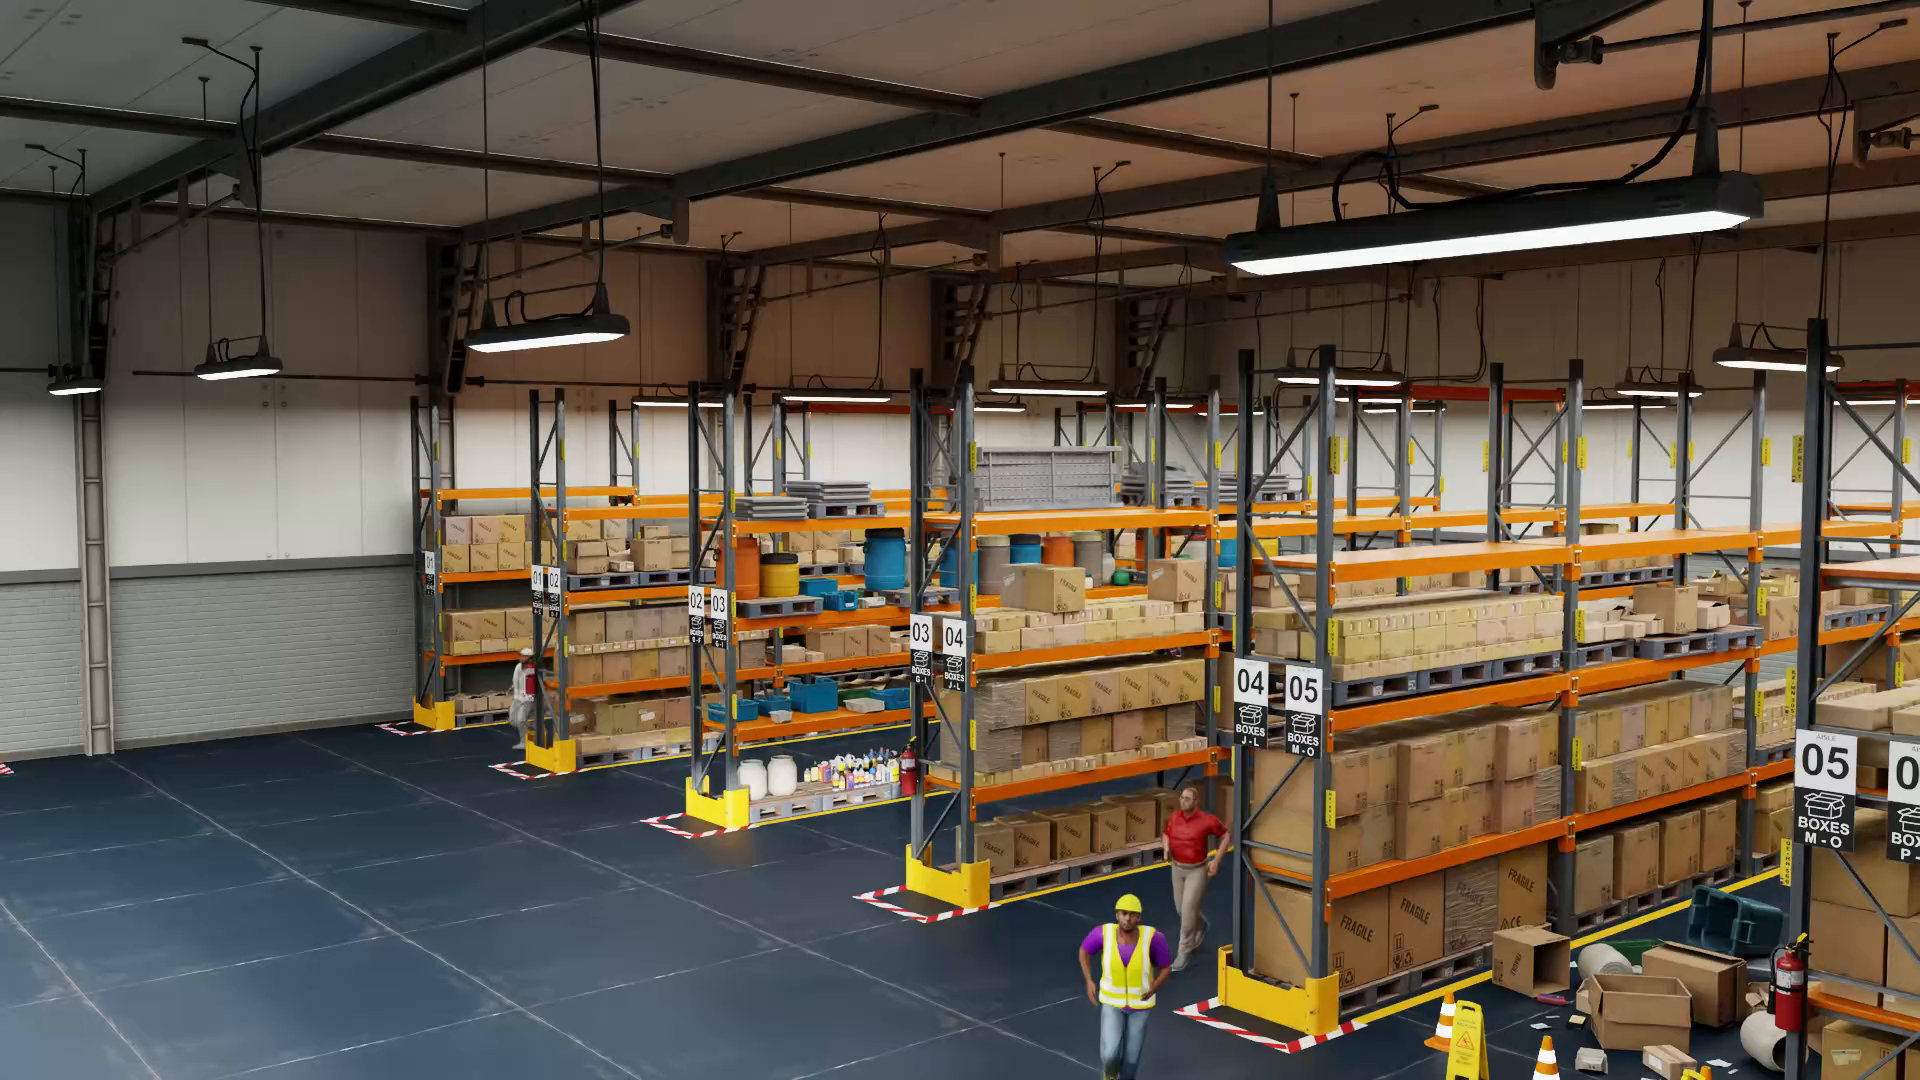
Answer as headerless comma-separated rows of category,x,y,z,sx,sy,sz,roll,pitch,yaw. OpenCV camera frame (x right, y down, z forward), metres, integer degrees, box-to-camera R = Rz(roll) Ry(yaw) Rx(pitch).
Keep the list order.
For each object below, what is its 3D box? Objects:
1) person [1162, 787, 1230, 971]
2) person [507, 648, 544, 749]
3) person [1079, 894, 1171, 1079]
person,2.319,3.327,16.581,0.686,1.755,0.867,3,4,41
person,-7.234,2.667,27.887,0.706,1.739,0.595,2,4,35
person,1.263,3.550,12.693,0.701,1.713,0.598,0,3,4
